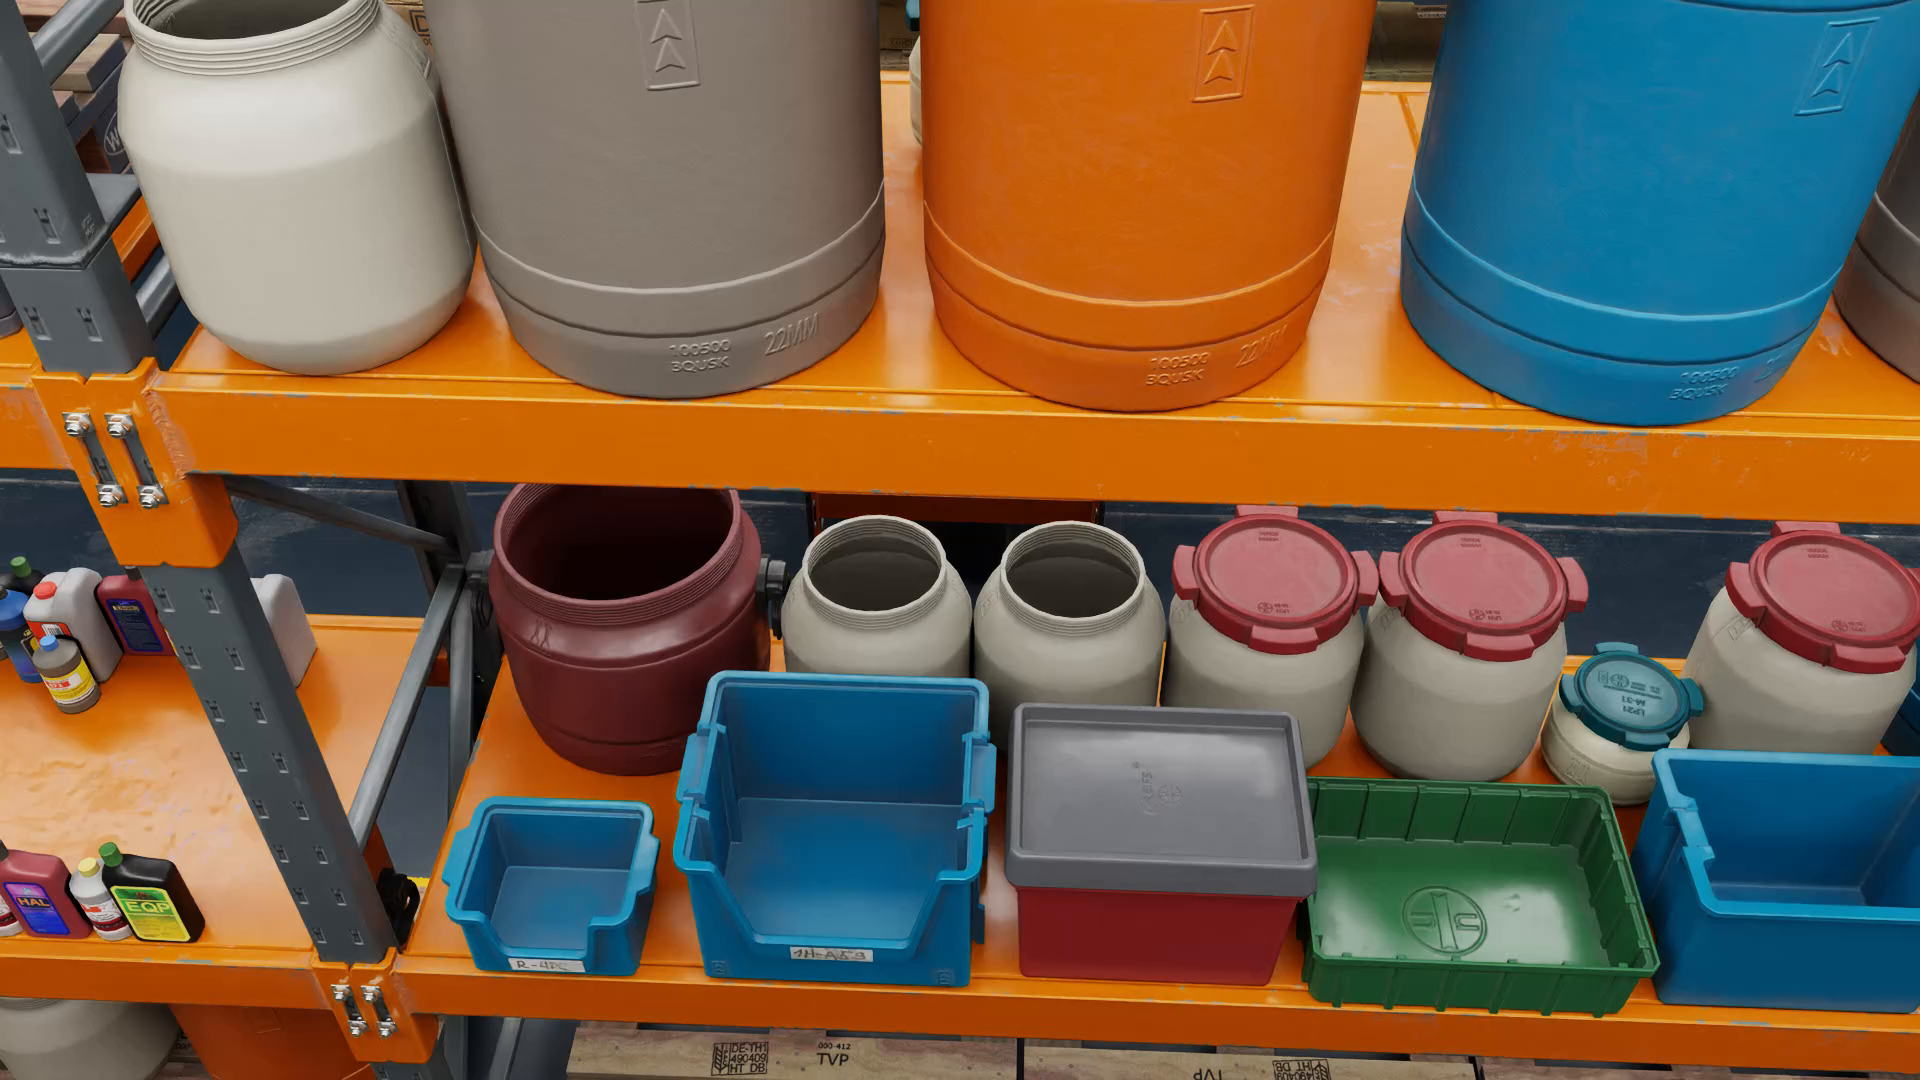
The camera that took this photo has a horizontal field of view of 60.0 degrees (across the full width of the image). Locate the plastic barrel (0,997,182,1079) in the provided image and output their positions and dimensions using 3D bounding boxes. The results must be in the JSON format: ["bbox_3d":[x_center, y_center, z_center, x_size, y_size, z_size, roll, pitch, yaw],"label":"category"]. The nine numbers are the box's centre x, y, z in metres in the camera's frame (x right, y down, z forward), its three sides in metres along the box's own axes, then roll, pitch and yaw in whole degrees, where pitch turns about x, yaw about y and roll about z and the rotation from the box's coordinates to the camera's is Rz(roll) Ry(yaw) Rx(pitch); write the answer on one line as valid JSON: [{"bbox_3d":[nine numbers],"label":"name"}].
[{"bbox_3d":[-2.277,1.189,4.291,0.421,0.512,0.421,0,43,0],"label":"plastic barrel"}]

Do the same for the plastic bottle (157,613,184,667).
[{"bbox_3d":[-1.849,0.206,3.974,0.097,0.201,0.097,0,43,0],"label":"plastic bottle"}]

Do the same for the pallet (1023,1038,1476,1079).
[{"bbox_3d":[0.768,1.502,4.483,1.213,0.211,1.003,2,43,2],"label":"pallet"}]

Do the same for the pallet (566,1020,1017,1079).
[{"bbox_3d":[-0.447,1.462,4.525,1.213,0.211,1.003,2,43,2],"label":"pallet"}]

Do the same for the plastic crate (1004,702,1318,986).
[{"bbox_3d":[0.381,0.626,3.330,0.583,0.464,0.402,2,43,2],"label":"plastic crate"}]

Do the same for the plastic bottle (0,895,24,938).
[{"bbox_3d":[-1.988,0.720,3.423,0.097,0.201,0.097,0,43,0],"label":"plastic bottle"}]

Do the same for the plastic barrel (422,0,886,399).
[{"bbox_3d":[-0.409,-0.716,2.250,0.600,0.901,0.600,0,43,0],"label":"plastic barrel"}]

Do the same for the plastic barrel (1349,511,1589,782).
[{"bbox_3d":[1.098,0.264,3.667,0.433,0.535,0.433,0,43,0],"label":"plastic barrel"}]

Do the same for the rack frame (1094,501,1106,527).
[{"bbox_3d":[0.501,-0.396,5.850,0.032,1.125,0.500,2,43,2],"label":"rack frame"}]

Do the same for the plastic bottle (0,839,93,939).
[{"bbox_3d":[-1.873,0.706,3.378,0.133,0.283,0.061,2,43,2],"label":"plastic bottle"}]

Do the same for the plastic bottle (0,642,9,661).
[{"bbox_3d":[-2.347,0.191,3.990,0.097,0.201,0.097,0,43,0],"label":"plastic bottle"}]

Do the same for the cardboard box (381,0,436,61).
[{"bbox_3d":[-2.575,-2.425,7.903,0.875,0.875,1.225,2,43,2],"label":"cardboard box"}]

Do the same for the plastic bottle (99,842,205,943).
[{"bbox_3d":[-1.643,0.713,3.370,0.133,0.283,0.061,2,43,2],"label":"plastic bottle"}]

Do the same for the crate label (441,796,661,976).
[{"bbox_3d":[-0.815,0.721,3.398,0.416,0.233,0.303,2,43,2],"label":"crate label"}]

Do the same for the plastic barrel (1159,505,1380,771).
[{"bbox_3d":[0.666,0.250,3.681,0.433,0.535,0.433,0,43,0],"label":"plastic barrel"}]

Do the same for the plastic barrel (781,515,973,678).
[{"bbox_3d":[-0.182,0.237,3.713,0.421,0.512,0.421,0,43,0],"label":"plastic barrel"}]

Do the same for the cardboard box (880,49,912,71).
[{"bbox_3d":[-0.326,-2.220,7.944,0.500,0.500,0.700,0,43,0],"label":"cardboard box"}]

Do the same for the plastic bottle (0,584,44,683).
[{"bbox_3d":[-2.217,0.211,3.918,0.097,0.271,0.097,0,43,0],"label":"plastic bottle"}]

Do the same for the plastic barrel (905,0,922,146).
[{"bbox_3d":[0.062,-0.775,2.782,0.301,0.262,0.301,0,43,0],"label":"plastic barrel"}]

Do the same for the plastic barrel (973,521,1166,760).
[{"bbox_3d":[0.239,0.250,3.699,0.421,0.512,0.421,0,43,0],"label":"plastic barrel"}]

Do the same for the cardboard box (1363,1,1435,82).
[{"bbox_3d":[1.912,-2.165,7.885,0.500,0.500,0.700,2,43,2],"label":"cardboard box"}]

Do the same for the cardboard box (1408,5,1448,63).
[{"bbox_3d":[2.387,-2.138,7.855,0.500,0.500,0.700,-1,43,-1],"label":"cardboard box"}]

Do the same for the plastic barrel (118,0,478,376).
[{"bbox_3d":[-0.923,-0.528,2.334,0.421,0.512,0.421,0,43,0],"label":"plastic barrel"}]

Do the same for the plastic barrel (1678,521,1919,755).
[{"bbox_3d":[1.831,0.286,3.642,0.433,0.535,0.433,0,43,0],"label":"plastic barrel"}]

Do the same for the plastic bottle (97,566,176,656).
[{"bbox_3d":[-1.963,0.160,3.963,0.133,0.283,0.061,2,43,2],"label":"plastic bottle"}]

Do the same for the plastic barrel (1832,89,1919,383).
[{"bbox_3d":[1.605,-0.654,2.183,0.600,0.901,0.600,0,43,0],"label":"plastic barrel"}]

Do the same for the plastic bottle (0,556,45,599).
[{"bbox_3d":[-2.231,0.152,3.972,0.133,0.283,0.061,2,43,2],"label":"plastic bottle"}]

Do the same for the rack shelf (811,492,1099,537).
[{"bbox_3d":[-0.007,-0.233,6.033,1.000,0.278,0.538,2,43,2],"label":"rack shelf"}]

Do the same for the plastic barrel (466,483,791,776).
[{"bbox_3d":[-0.742,0.150,3.788,0.708,0.536,0.600,2,43,2],"label":"plastic barrel"}]

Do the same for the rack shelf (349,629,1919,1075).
[{"bbox_3d":[0.779,0.717,3.808,4.000,0.370,1.077,2,43,2],"label":"rack shelf"}]

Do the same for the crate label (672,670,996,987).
[{"bbox_3d":[-0.239,0.594,3.386,0.616,0.435,0.502,2,43,2],"label":"crate label"}]

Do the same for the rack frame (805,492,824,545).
[{"bbox_3d":[-0.515,-0.427,5.884,0.032,1.125,0.500,2,43,2],"label":"rack frame"}]

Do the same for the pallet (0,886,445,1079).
[{"bbox_3d":[-2.009,1.416,4.575,1.213,0.211,1.003,2,43,2],"label":"pallet"}]

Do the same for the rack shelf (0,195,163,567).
[{"bbox_3d":[-3.217,-0.504,2.917,4.000,0.370,1.077,2,43,2],"label":"rack shelf"}]

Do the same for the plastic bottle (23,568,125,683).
[{"bbox_3d":[-2.099,0.190,3.937,0.135,0.276,0.152,2,43,2],"label":"plastic bottle"}]

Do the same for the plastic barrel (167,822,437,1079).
[{"bbox_3d":[-1.709,1.029,4.229,0.708,0.830,0.600,2,43,2],"label":"plastic barrel"}]

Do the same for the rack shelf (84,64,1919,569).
[{"bbox_3d":[0.779,-0.381,2.786,4.000,0.370,1.077,2,43,2],"label":"rack shelf"}]

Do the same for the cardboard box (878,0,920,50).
[{"bbox_3d":[-0.326,-2.501,7.695,0.500,0.250,0.500,3,43,4],"label":"cardboard box"}]

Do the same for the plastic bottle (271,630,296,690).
[{"bbox_3d":[-1.644,0.307,3.810,0.135,0.276,0.152,2,43,2],"label":"plastic bottle"}]

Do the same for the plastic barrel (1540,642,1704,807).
[{"bbox_3d":[1.461,0.420,3.700,0.301,0.262,0.301,0,43,0],"label":"plastic barrel"}]

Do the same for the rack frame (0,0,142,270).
[{"bbox_3d":[-1.219,-1.803,1.584,0.127,3.000,1.000,2,43,2],"label":"rack frame"}]

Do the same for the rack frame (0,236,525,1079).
[{"bbox_3d":[-1.219,0.392,3.629,0.127,3.000,1.000,2,43,2],"label":"rack frame"}]

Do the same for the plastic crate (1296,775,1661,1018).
[{"bbox_3d":[1.024,0.731,3.420,0.662,0.188,0.450,2,43,2],"label":"plastic crate"}]

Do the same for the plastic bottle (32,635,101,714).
[{"bbox_3d":[-2.086,0.303,3.870,0.097,0.201,0.097,0,43,0],"label":"plastic bottle"}]

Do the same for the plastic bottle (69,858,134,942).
[{"bbox_3d":[-1.757,0.727,3.415,0.097,0.201,0.097,0,43,0],"label":"plastic bottle"}]

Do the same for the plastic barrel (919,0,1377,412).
[{"bbox_3d":[0.245,-0.670,2.253,0.708,0.830,0.600,2,43,2],"label":"plastic barrel"}]

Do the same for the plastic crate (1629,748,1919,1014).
[{"bbox_3d":[1.661,0.699,3.311,0.575,0.384,0.392,2,43,2],"label":"plastic crate"}]

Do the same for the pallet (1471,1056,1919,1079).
[{"bbox_3d":[1.990,1.537,4.445,1.213,0.211,1.003,2,43,2],"label":"pallet"}]

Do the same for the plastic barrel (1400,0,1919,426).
[{"bbox_3d":[0.952,-0.674,2.205,0.708,0.901,0.600,2,43,2],"label":"plastic barrel"}]

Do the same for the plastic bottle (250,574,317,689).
[{"bbox_3d":[-1.637,0.204,3.922,0.135,0.276,0.152,2,43,2],"label":"plastic bottle"}]

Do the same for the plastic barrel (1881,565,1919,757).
[{"bbox_3d":[2.404,0.113,3.560,0.708,0.901,0.600,2,43,2],"label":"plastic barrel"}]

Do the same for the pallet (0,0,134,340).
[{"bbox_3d":[-1.979,-0.727,2.767,1.213,0.211,1.003,2,43,2],"label":"pallet"}]

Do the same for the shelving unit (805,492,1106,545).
[{"bbox_3d":[-0.007,-0.412,5.867,1.048,1.125,0.538,2,43,2],"label":"shelving unit"}]

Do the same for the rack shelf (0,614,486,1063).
[{"bbox_3d":[-3.217,0.594,3.940,4.000,0.370,1.077,2,43,2],"label":"rack shelf"}]
